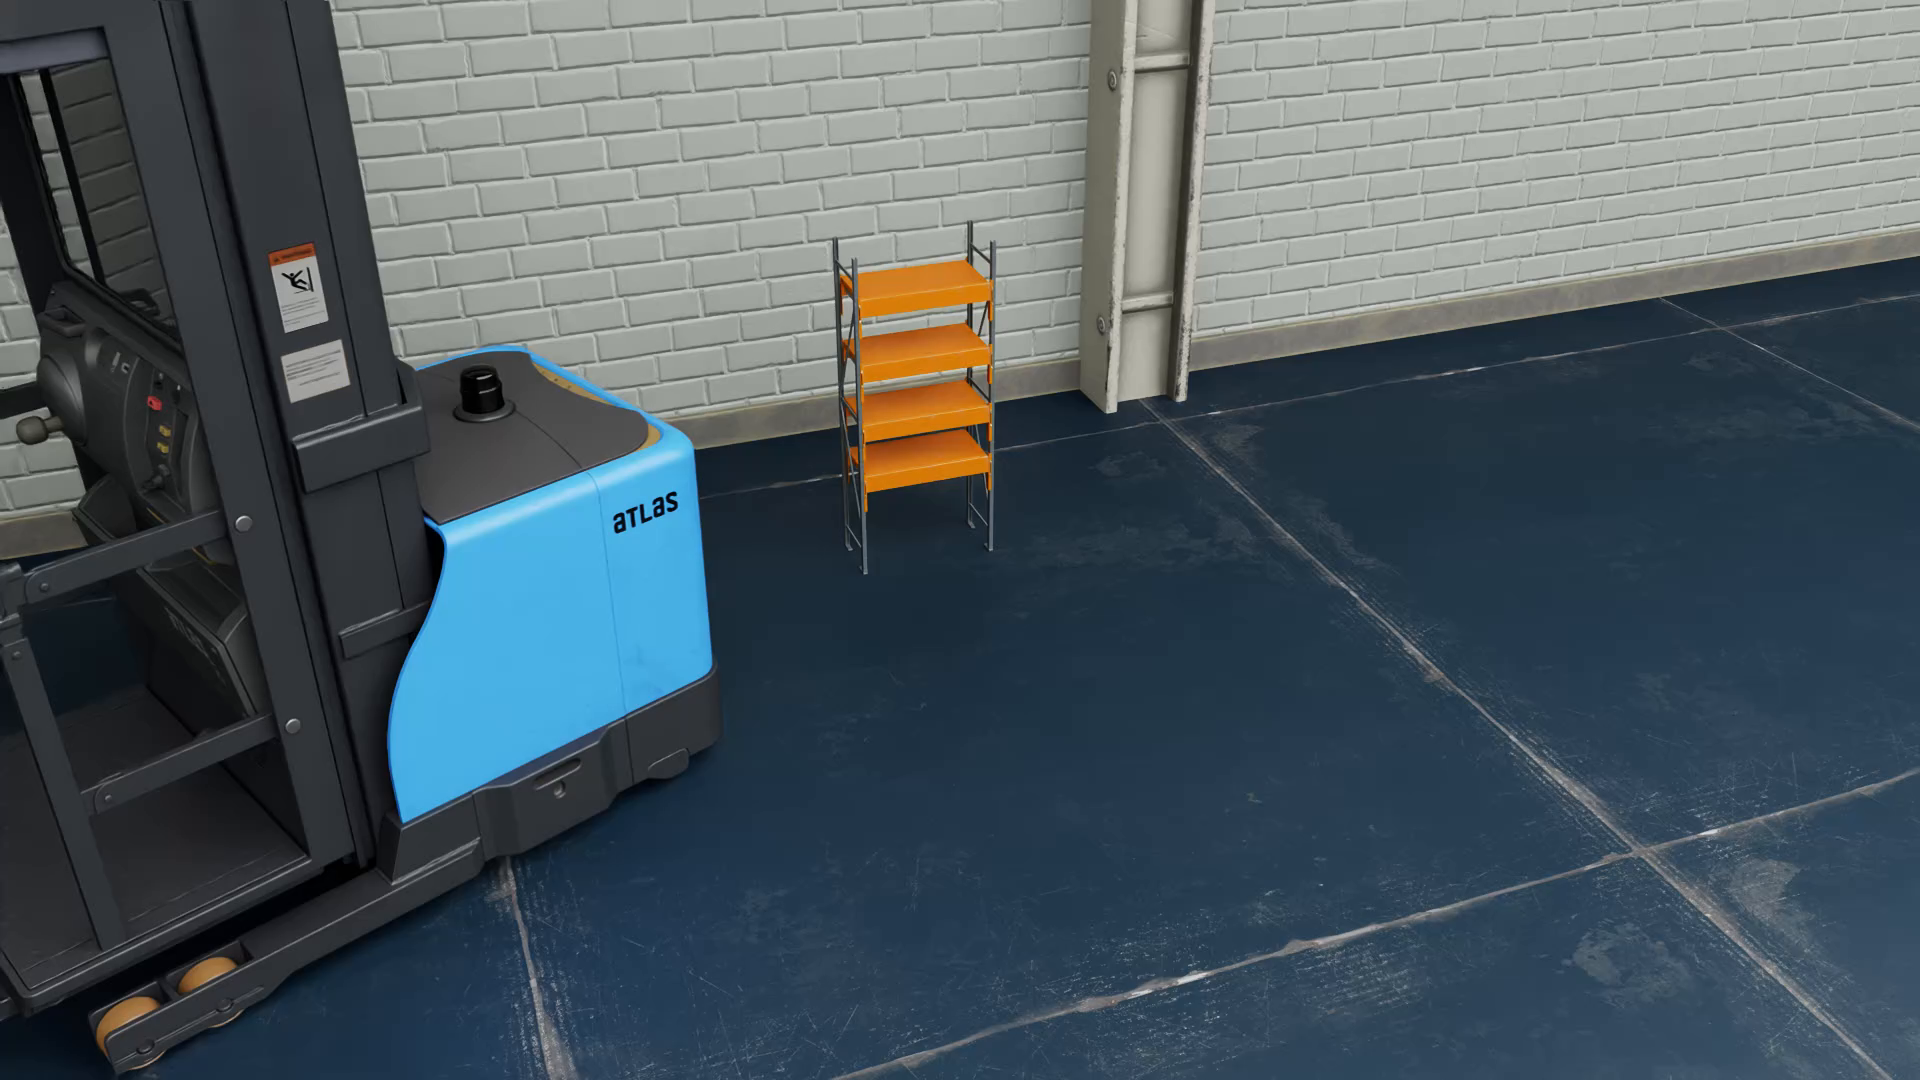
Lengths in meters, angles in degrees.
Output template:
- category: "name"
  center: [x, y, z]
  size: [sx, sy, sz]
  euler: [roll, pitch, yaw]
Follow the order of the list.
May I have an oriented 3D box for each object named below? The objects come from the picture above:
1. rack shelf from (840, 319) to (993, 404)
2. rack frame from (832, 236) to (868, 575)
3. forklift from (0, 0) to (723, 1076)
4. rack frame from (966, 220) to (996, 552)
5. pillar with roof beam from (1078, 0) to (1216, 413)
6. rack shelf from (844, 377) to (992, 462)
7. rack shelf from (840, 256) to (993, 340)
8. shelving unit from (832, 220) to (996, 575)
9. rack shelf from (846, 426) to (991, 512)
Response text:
- category: "rack shelf"
  center: [-0.155, -0.629, 5.825]
  size: [0.480, 0.148, 0.258]
  euler: [-10, 31, -18]
- category: "rack frame"
  center: [-0.384, -0.451, 5.829]
  size: [0.015, 1.200, 0.240]
  euler: [-10, 31, -18]
- category: "forklift"
  center: [-2.131, -0.290, 3.798]
  size: [3.031, 2.935, 1.130]
  euler: [-26, 38, -37]
- category: "rack frame"
  center: [0.074, -0.535, 5.977]
  size: [0.015, 1.200, 0.240]
  euler: [-10, 31, -18]
- category: "pillar with roof beam"
  center: [2.264, -2.567, 1.665]
  size: [0.400, 9.000, 9.100]
  euler: [-10, 31, -18]
- category: "rack shelf"
  center: [-0.155, -0.434, 5.936]
  size: [0.480, 0.148, 0.258]
  euler: [-10, 31, -18]
- category: "rack shelf"
  center: [-0.155, -0.834, 5.708]
  size: [0.480, 0.148, 0.258]
  euler: [-10, 31, -18]
- category: "shelving unit"
  center: [-0.155, -0.493, 5.903]
  size: [0.503, 1.200, 0.258]
  euler: [-10, 31, -18]
- category: "rack shelf"
  center: [-0.155, -0.262, 6.034]
  size: [0.480, 0.148, 0.258]
  euler: [-10, 31, -18]
